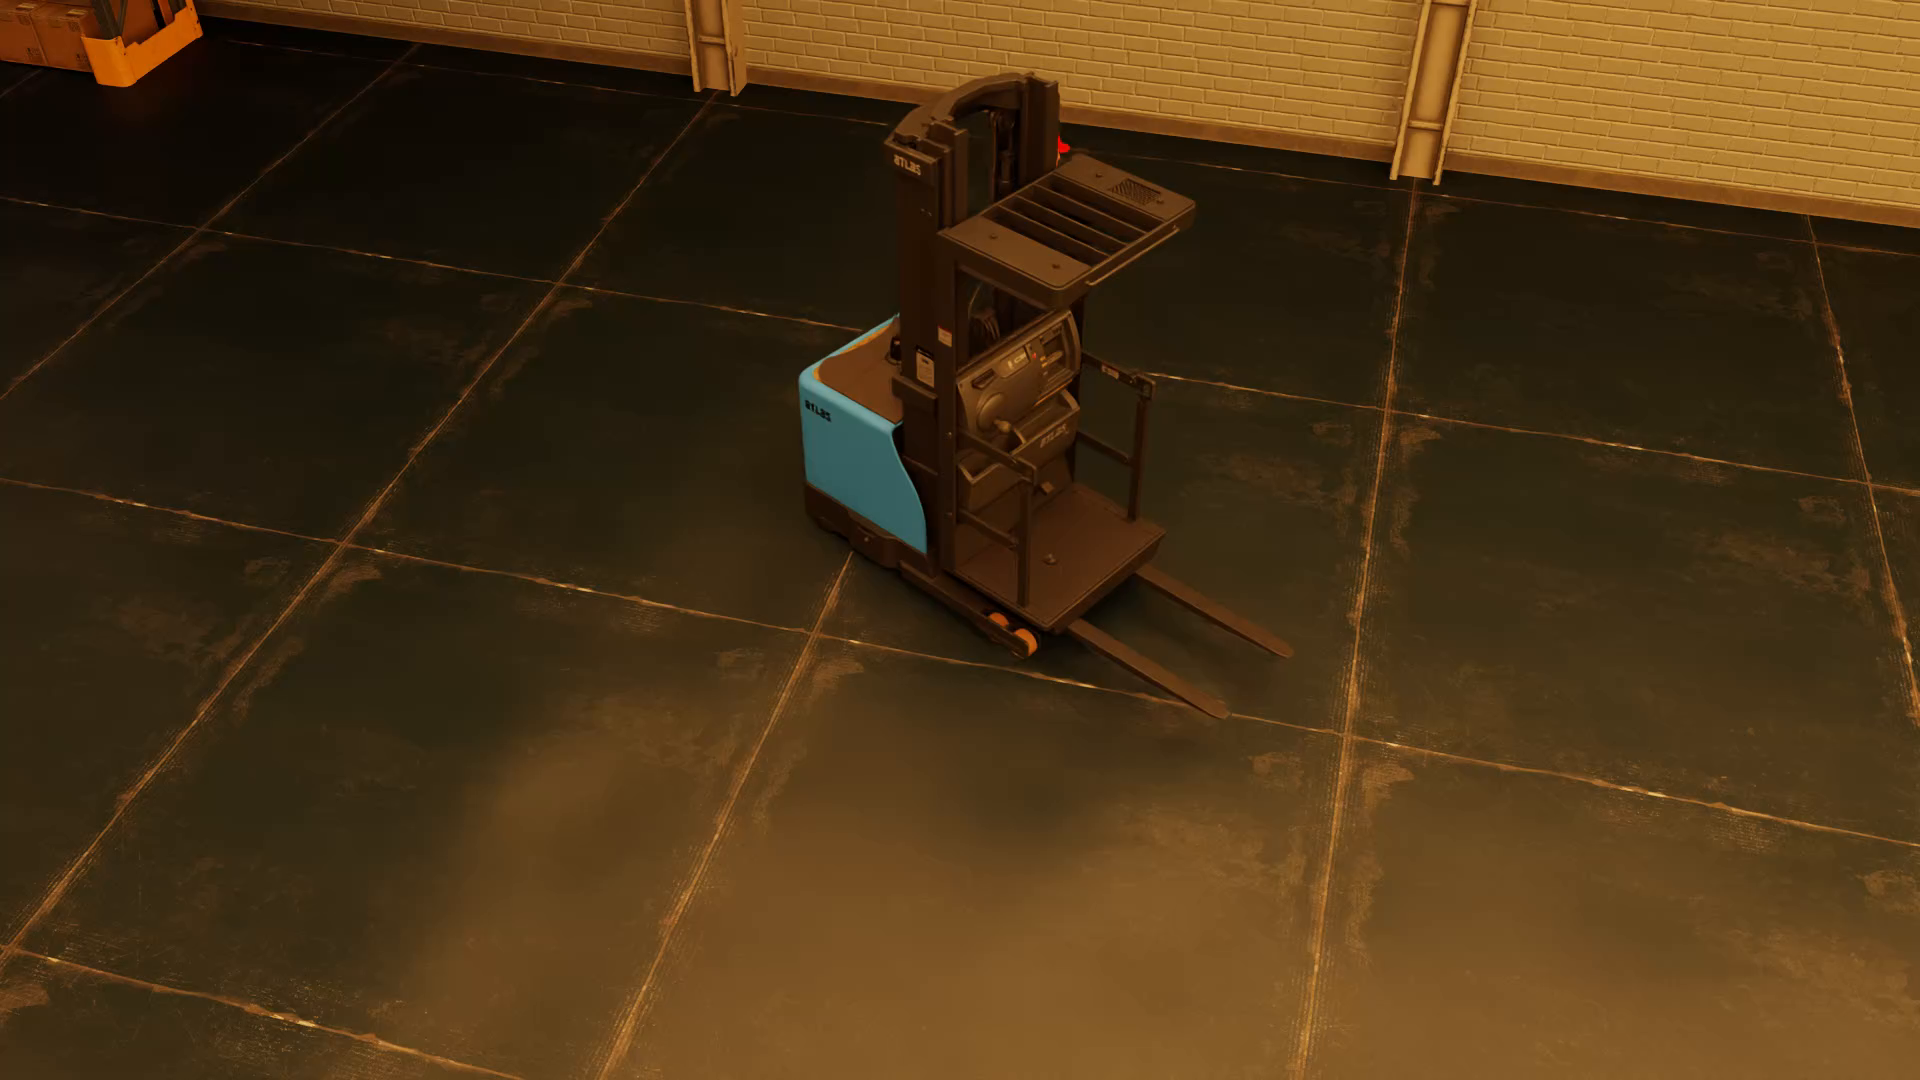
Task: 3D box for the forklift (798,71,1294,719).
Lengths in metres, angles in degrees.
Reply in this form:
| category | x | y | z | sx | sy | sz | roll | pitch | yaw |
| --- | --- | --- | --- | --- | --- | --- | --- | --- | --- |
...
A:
| category | x | y | z | sx | sy | sz | roll | pitch | yaw |
| --- | --- | --- | --- | --- | --- | --- | --- | --- | --- |
| forklift | 0.479 | -0.833 | 8.812 | 3.031 | 2.935 | 1.130 | 31 | 50 | 30 |

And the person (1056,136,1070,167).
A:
| category | x | y | z | sx | sy | sz | roll | pitch | yaw |
| --- | --- | --- | --- | --- | --- | --- | --- | --- | --- |
| person | 0.467 | -1.896 | 10.922 | 0.435 | 1.748 | 0.856 | 8 | 42 | 9 |
